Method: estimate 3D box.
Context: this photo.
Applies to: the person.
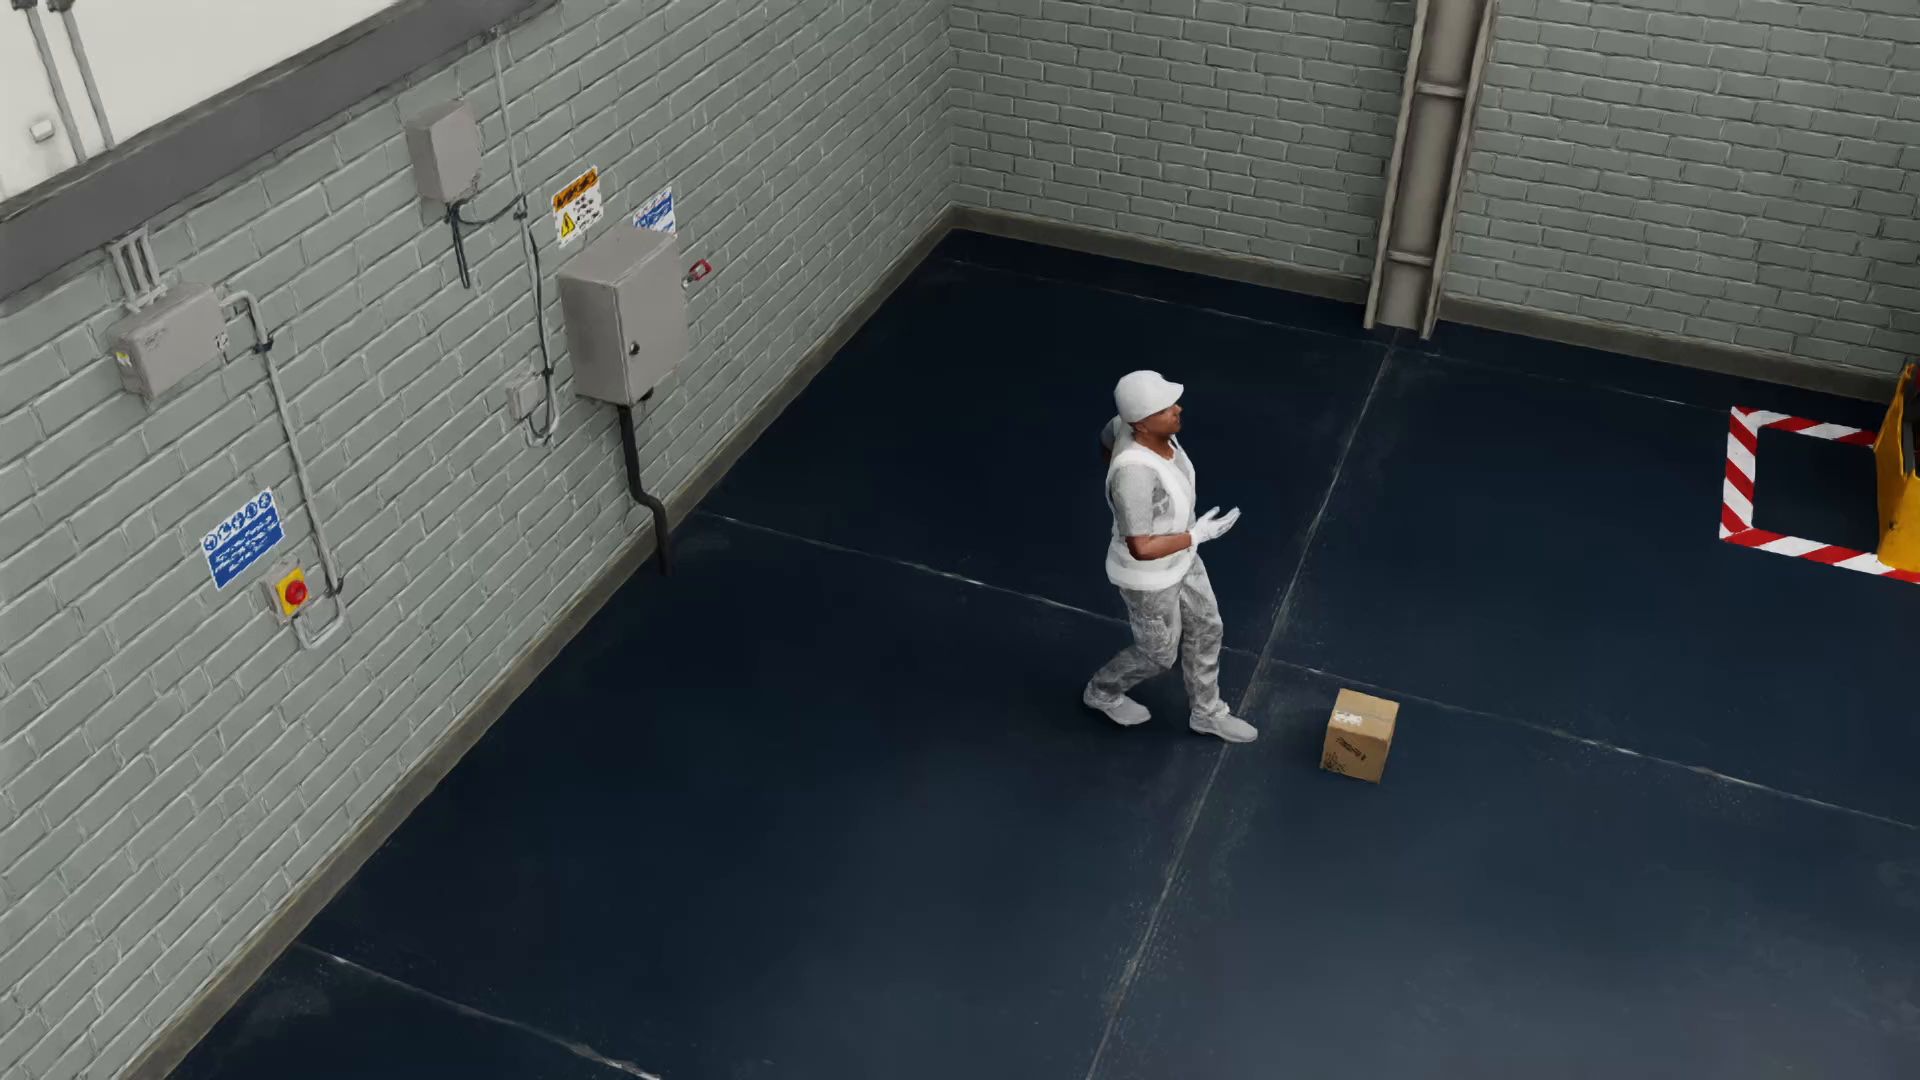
[{"bbox_3d":[0.850,0.120,6.667,0.835,1.769,0.642,15,40,18],"label":"person"}]
